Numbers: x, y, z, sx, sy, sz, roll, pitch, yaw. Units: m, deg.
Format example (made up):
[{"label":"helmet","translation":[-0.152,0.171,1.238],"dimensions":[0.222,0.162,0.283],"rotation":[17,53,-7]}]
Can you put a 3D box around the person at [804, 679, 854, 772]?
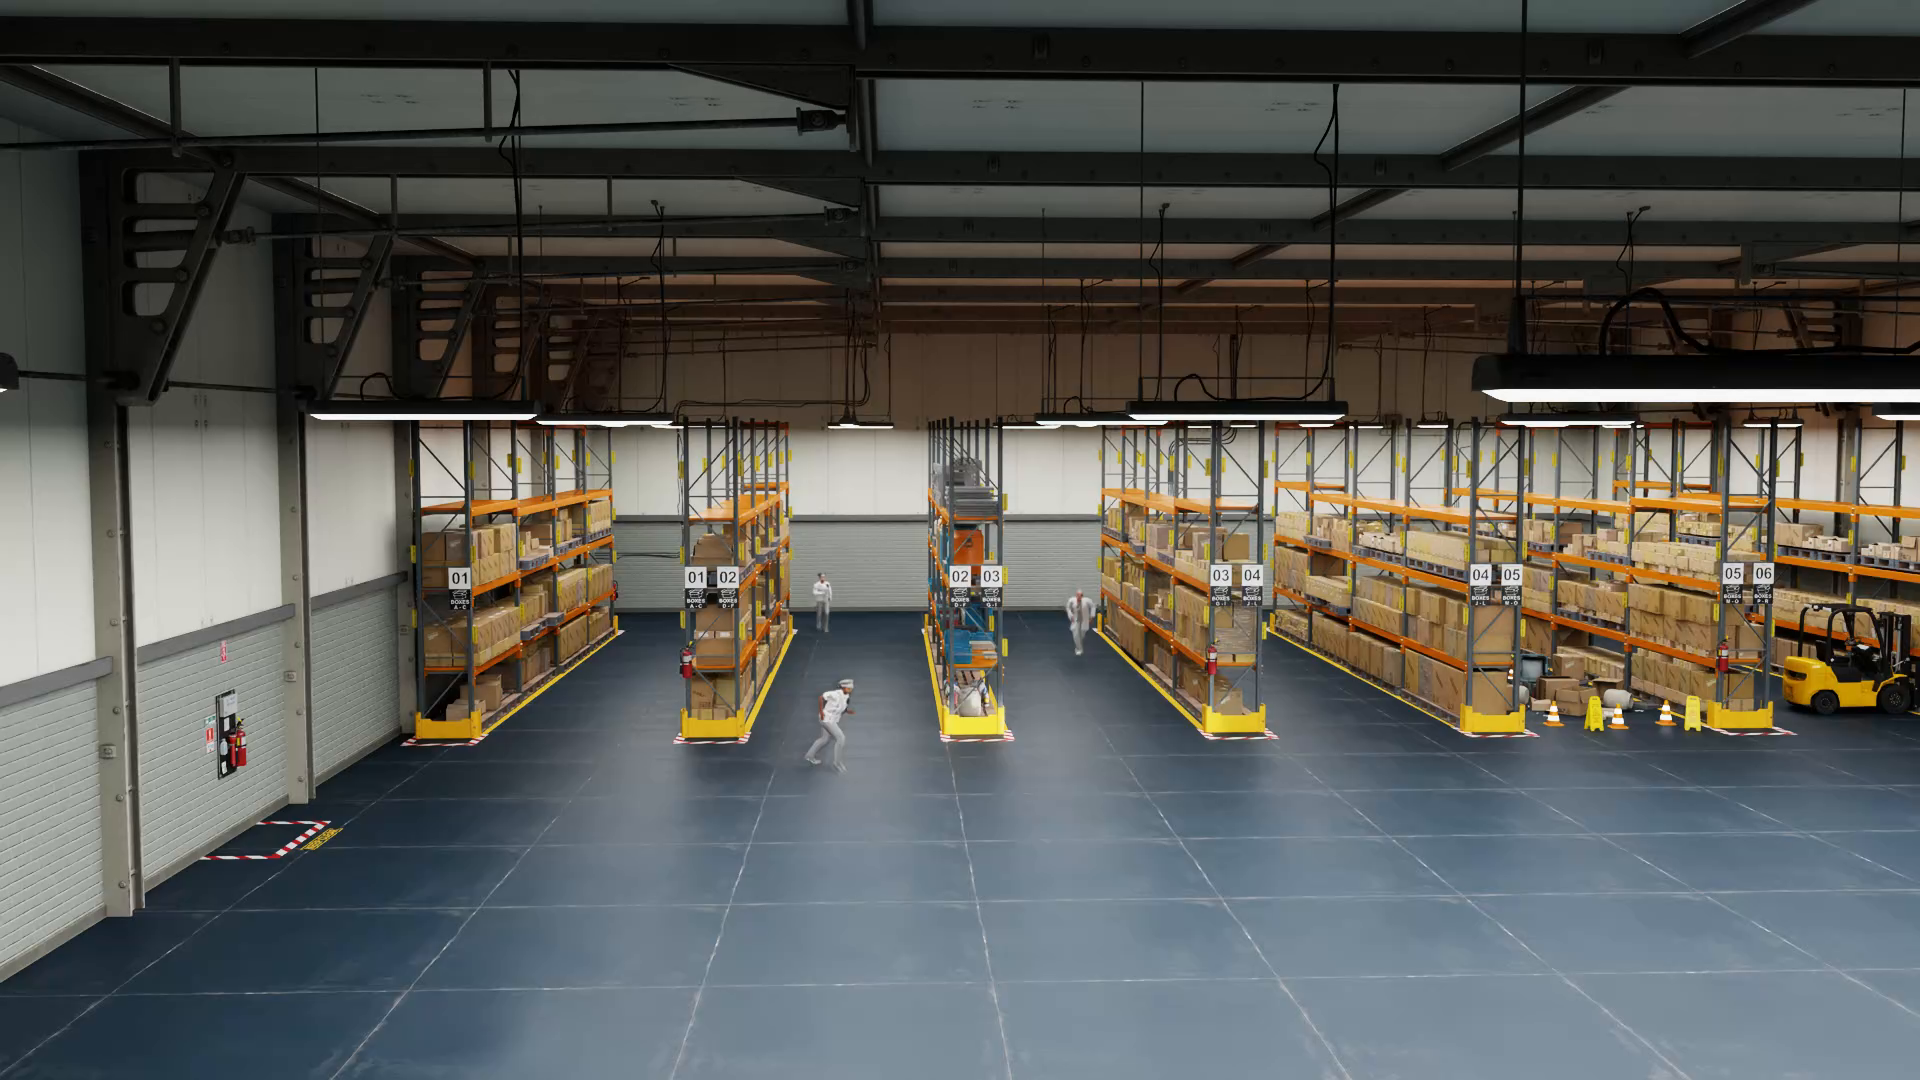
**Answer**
[{"label":"person","translation":[-2.233,3.138,28.115],"dimensions":[0.966,1.612,0.617],"rotation":[2,4,26]}]

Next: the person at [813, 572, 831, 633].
[{"label":"person","translation":[-3.928,1.782,47.472],"dimensions":[0.571,1.745,0.831],"rotation":[-1,4,-16]}]

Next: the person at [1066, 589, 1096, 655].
[{"label":"person","translation":[2.946,1.991,40.465],"dimensions":[0.728,1.631,0.837],"rotation":[0,4,5]}]
